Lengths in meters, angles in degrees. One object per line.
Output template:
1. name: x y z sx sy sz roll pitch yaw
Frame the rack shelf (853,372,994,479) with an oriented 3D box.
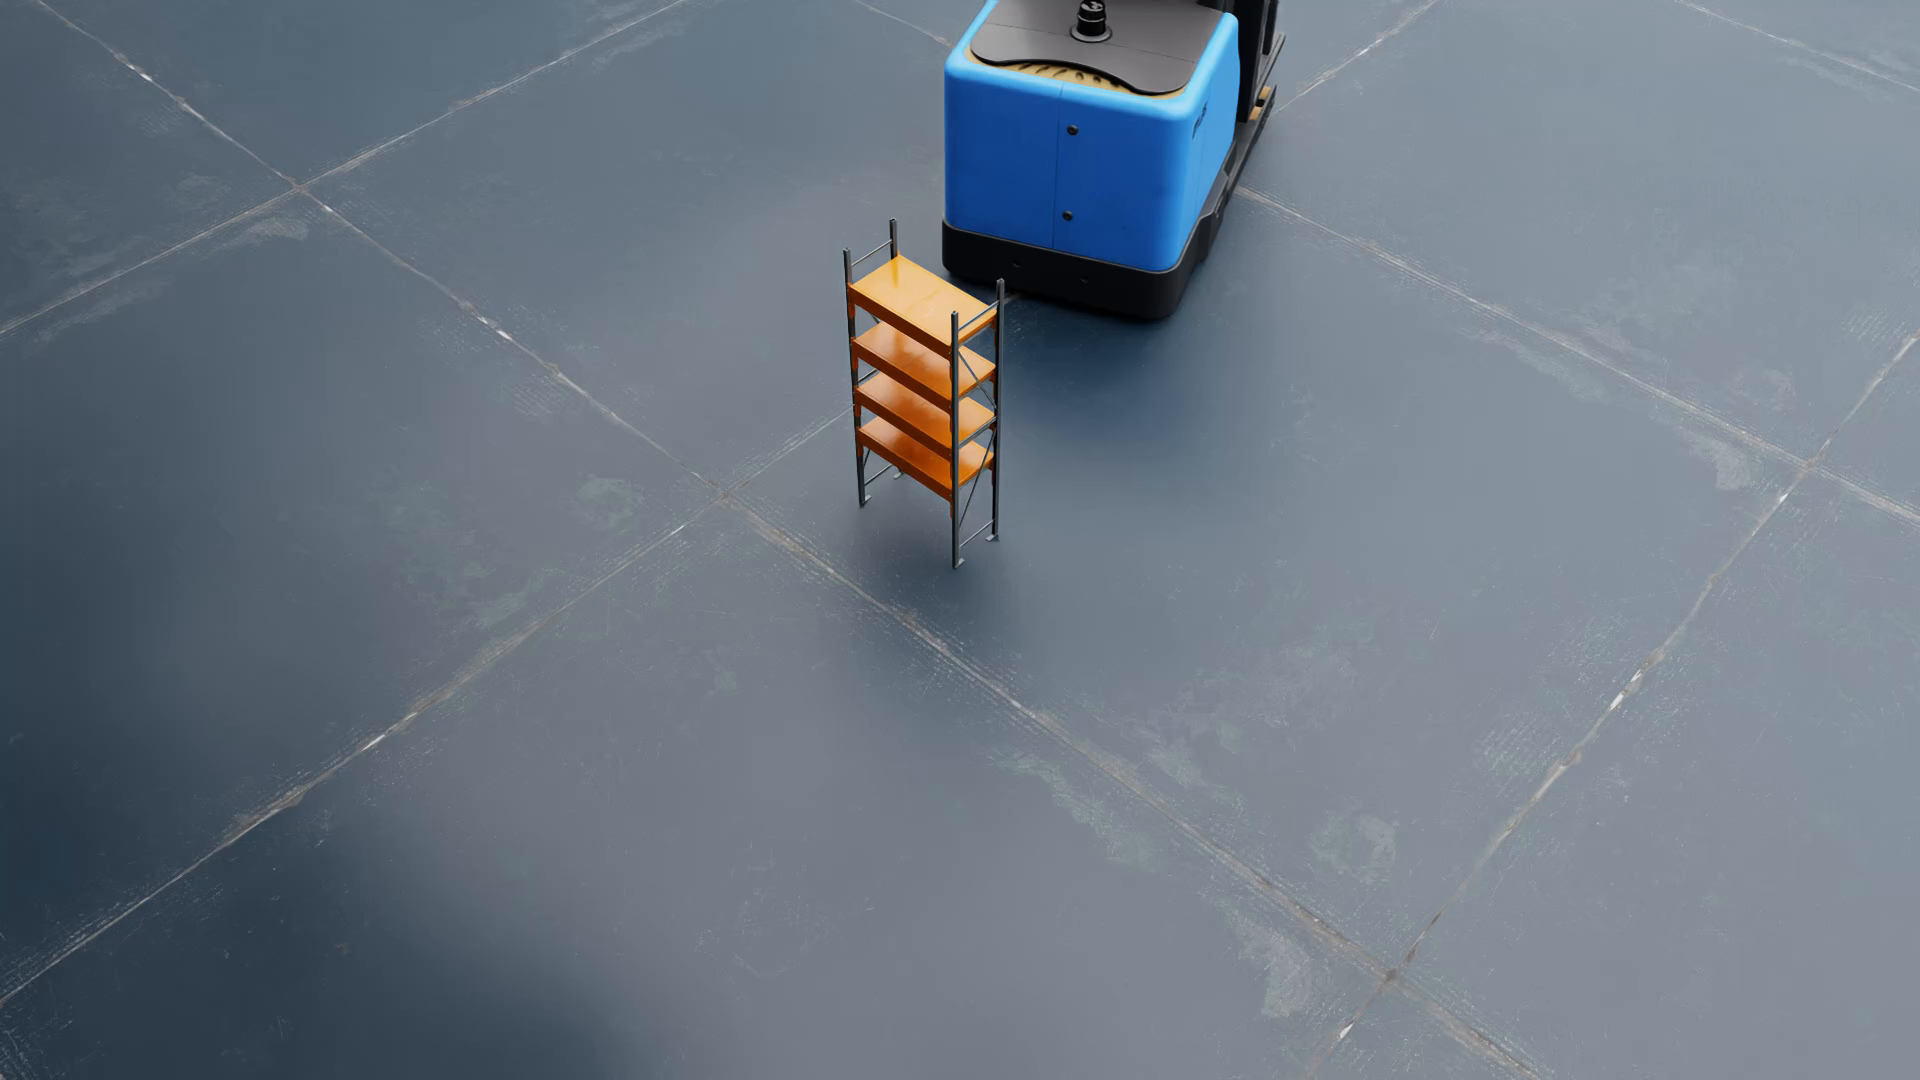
1. rack shelf: -0.122 -0.446 5.938 0.480 0.148 0.258 34 55 28

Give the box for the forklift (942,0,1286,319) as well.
1. forklift: 0.910 -3.034 7.088 1.130 2.935 3.031 15 49 14

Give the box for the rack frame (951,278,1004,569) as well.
1. rack frame: 0.058 -0.372 5.776 0.015 1.200 0.240 34 55 28

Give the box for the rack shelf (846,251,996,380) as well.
1. rack shelf: -0.122 -0.762 5.603 0.480 0.148 0.258 34 55 28

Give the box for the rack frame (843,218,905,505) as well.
1. rack frame: -0.301 -0.613 6.003 0.015 1.200 0.240 34 55 28

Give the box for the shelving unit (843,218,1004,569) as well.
1. shelving unit: -0.122 -0.493 5.889 0.503 1.200 0.258 34 55 28

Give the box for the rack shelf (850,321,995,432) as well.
1. rack shelf: -0.122 -0.600 5.775 0.480 0.148 0.258 34 55 28

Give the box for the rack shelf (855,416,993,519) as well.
1. rack shelf: -0.122 -0.311 6.083 0.480 0.148 0.258 34 55 28
